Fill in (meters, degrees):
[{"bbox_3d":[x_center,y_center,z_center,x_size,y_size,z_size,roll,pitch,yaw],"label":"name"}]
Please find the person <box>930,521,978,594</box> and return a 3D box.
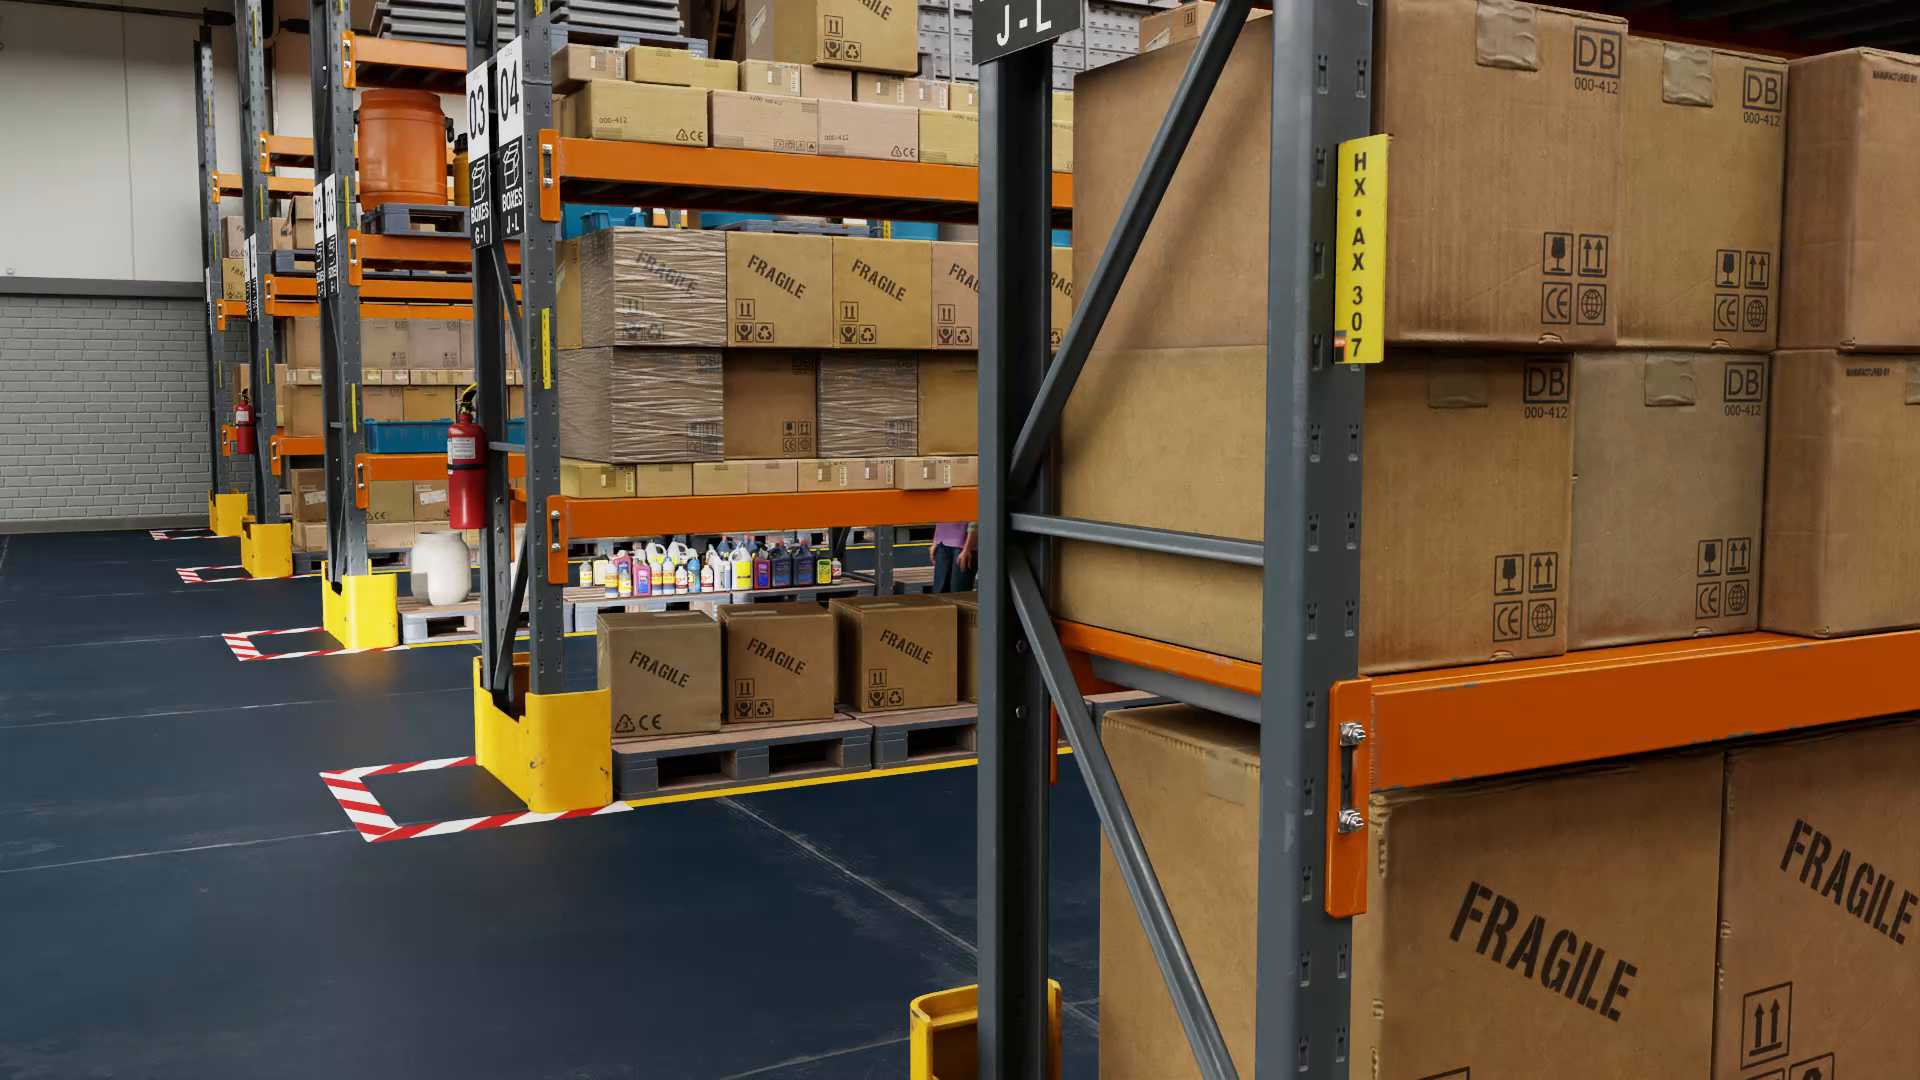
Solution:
[{"bbox_3d":[-0.021,0.063,10.033,0.343,1.593,0.461,-3,6,-28],"label":"person"}]
